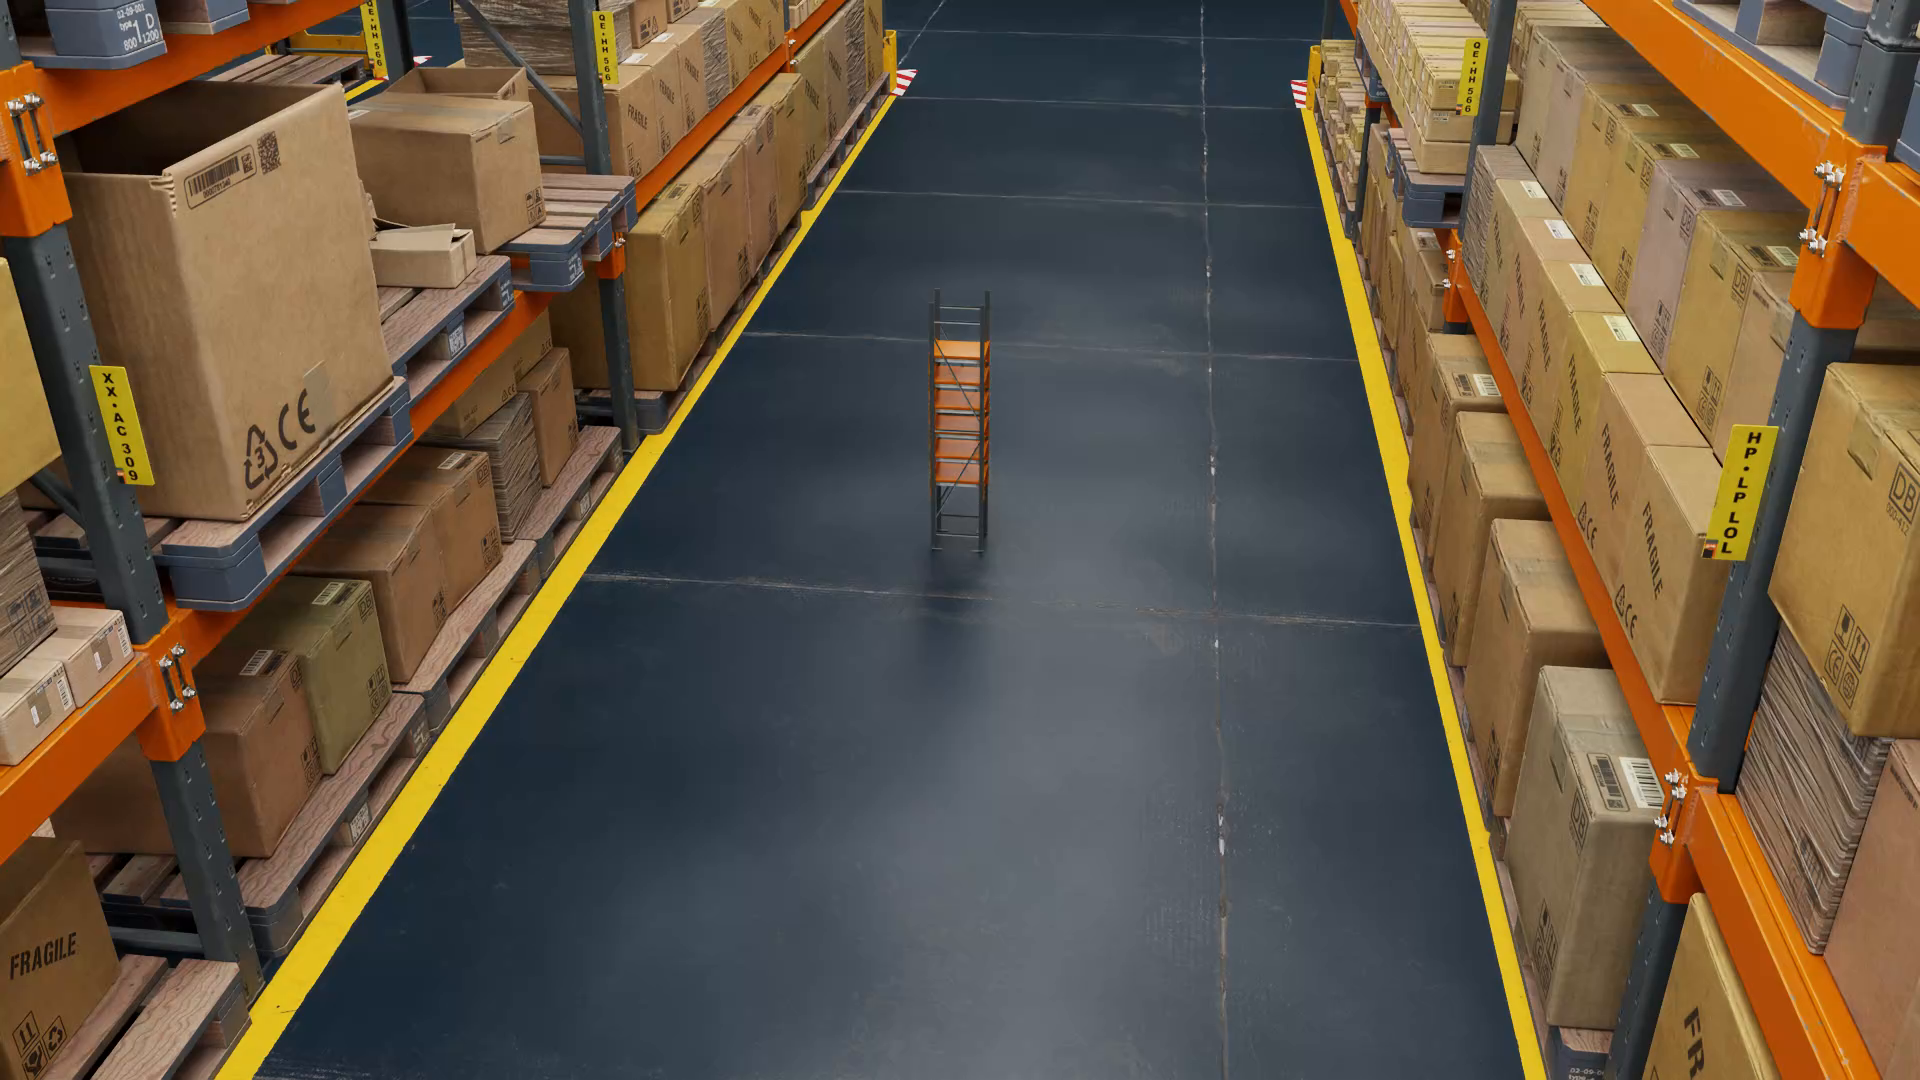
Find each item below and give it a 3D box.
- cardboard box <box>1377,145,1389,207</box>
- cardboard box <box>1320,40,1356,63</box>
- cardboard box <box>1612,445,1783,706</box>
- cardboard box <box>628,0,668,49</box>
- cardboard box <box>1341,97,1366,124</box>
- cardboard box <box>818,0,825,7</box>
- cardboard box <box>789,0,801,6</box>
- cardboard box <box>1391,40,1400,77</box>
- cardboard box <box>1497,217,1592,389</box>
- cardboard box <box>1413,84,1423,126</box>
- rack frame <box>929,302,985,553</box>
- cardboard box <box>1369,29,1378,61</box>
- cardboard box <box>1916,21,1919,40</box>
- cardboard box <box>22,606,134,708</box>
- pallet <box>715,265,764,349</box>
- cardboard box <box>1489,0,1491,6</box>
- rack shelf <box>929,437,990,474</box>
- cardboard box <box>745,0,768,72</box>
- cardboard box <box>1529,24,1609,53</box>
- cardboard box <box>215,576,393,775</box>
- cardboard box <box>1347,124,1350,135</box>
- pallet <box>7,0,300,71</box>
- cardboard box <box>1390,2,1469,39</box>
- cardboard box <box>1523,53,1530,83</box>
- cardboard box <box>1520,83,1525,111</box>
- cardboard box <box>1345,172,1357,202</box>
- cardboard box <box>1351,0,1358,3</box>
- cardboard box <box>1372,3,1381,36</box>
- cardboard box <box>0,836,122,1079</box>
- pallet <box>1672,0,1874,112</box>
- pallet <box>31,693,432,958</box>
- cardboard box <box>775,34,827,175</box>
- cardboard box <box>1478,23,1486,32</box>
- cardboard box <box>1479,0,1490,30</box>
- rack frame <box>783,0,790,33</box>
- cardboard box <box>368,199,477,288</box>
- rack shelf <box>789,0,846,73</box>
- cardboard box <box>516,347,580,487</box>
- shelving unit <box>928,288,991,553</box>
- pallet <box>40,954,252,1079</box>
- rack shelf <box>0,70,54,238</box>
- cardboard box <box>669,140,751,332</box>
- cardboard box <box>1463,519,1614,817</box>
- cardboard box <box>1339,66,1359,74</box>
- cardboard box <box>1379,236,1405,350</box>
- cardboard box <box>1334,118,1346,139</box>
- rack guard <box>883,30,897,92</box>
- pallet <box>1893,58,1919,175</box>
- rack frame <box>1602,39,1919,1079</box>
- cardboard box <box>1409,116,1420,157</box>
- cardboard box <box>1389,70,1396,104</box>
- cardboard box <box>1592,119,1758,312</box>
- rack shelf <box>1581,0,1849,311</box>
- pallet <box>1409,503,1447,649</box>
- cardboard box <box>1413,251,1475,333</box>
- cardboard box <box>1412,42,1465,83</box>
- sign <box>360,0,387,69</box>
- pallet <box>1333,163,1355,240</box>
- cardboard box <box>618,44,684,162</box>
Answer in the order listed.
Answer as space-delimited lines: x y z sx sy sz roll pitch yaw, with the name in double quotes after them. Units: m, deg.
2.812 -2.196 10.065 0.500 0.250 0.500 4 29 8 "cardboard box"
3.316 -4.212 14.342 0.380 0.149 0.250 2 28 4 "cardboard box"
2.046 0.096 4.303 0.500 0.500 0.500 3 28 6 "cardboard box"
-1.984 -2.953 8.905 0.797 0.503 0.637 4 29 7 "cardboard box"
3.079 -3.229 12.517 0.380 0.149 0.250 2 28 4 "cardboard box"
-1.222 -4.081 12.427 0.380 0.149 0.250 3 28 5 "cardboard box"
-1.365 -3.971 11.803 0.500 0.250 0.500 3 28 5 "cardboard box"
2.502 -2.553 8.835 0.380 0.149 0.250 4 29 7 "cardboard box"
2.293 -0.853 6.065 0.500 0.500 0.500 3 28 6 "cardboard box"
2.377 -2.071 7.941 0.380 0.149 0.250 4 29 8 "cardboard box"
-0.013 -0.478 7.373 0.240 1.200 0.006 3 28 6 "rack frame"
2.628 -2.914 9.818 0.380 0.149 0.250 4 29 7 "cardboard box"
1.865 -0.886 2.786 0.380 0.149 0.250 3 28 5 "cardboard box"
-2.397 0.294 4.306 0.380 0.149 0.250 3 28 6 "cardboard box"
-1.849 -1.529 10.366 1.003 0.211 1.213 3 28 6 "pallet"
3.275 -3.129 9.590 0.380 0.149 0.250 3 28 6 "cardboard box"
-0.002 -0.377 7.531 0.258 0.103 0.180 3 28 6 "rack shelf"
-1.536 -3.276 10.562 0.500 0.500 0.500 4 29 8 "cardboard box"
3.116 -2.518 8.456 0.380 0.149 0.250 5 29 9 "cardboard box"
-2.489 0.461 5.903 0.700 0.500 0.500 3 28 6 "cardboard box"
3.127 -3.081 12.555 0.380 0.149 0.250 4 29 7 "cardboard box"
-2.481 -1.457 4.327 1.213 0.211 1.003 3 28 6 "pallet"
2.536 -2.806 8.991 0.380 0.149 0.250 4 29 8 "cardboard box"
3.119 -2.392 8.536 0.380 0.149 0.250 3 28 6 "cardboard box"
3.120 -2.261 8.605 0.380 0.149 0.250 4 29 8 "cardboard box"
2.938 -2.499 11.788 0.380 0.149 0.250 4 29 7 "cardboard box"
3.151 -4.142 12.540 0.380 0.149 0.250 4 29 7 "cardboard box"
2.631 -3.045 9.748 0.380 0.149 0.250 2 28 4 "cardboard box"
-2.751 1.167 4.614 0.500 0.500 0.500 3 28 5 "cardboard box"
2.311 -1.269 3.983 0.805 0.209 1.217 2 28 4 "pallet"
-2.569 0.927 5.807 1.003 0.211 1.213 3 28 6 "pallet"
-1.522 -3.256 12.428 0.875 0.875 0.875 3 28 6 "cardboard box"
3.312 -3.001 9.979 0.380 0.149 0.250 3 28 6 "cardboard box"
3.311 -3.130 9.906 0.380 0.149 0.250 5 29 8 "cardboard box"
-1.682 -3.700 11.456 1.000 3.000 0.127 3 28 6 "rack frame"
-2.109 -1.142 6.407 0.396 0.266 0.258 3 28 5 "cardboard box"
-1.437 -4.325 13.374 1.077 0.370 4.000 3 28 6 "rack shelf"
-2.235 -0.594 7.862 0.700 0.500 0.500 2 28 4 "cardboard box"
-0.002 -0.521 7.453 0.258 1.200 0.189 3 28 6 "shelving unit"
-2.710 1.611 4.536 1.003 0.211 1.213 3 28 6 "pallet"
-2.908 0.003 2.177 1.077 0.370 4.000 3 28 6 "rack shelf"
-1.951 -1.810 9.744 1.225 0.875 0.875 3 29 6 "cardboard box"
2.356 0.456 5.671 1.050 0.750 0.750 3 28 6 "cardboard box"
3.252 -3.713 13.414 0.380 0.149 0.250 4 29 8 "cardboard box"
2.675 -1.385 9.351 0.500 0.500 0.500 2 28 4 "cardboard box"
3.160 -3.220 13.127 0.380 0.149 0.250 3 28 6 "cardboard box"
-1.189 -4.494 15.564 1.175 0.500 0.348 3 28 6 "rack guard"
2.137 -0.496 2.438 1.003 0.211 1.213 3 28 6 "pallet"
2.247 0.401 3.842 1.000 3.000 0.127 3 28 6 "rack frame"
2.374 -1.931 7.995 0.380 0.149 0.250 3 28 6 "cardboard box"
2.504 -2.418 8.898 0.380 0.149 0.250 4 29 8 "cardboard box"
2.489 -1.035 5.348 0.700 0.500 0.500 3 28 6 "cardboard box"
2.493 -1.544 5.049 1.077 0.370 4.000 3 28 6 "rack shelf"
2.566 0.113 7.318 1.003 0.211 1.213 3 28 6 "pallet"
2.561 -1.233 8.279 0.500 0.250 0.500 3 28 5 "cardboard box"
2.408 -2.316 8.082 0.380 0.149 0.250 4 29 8 "cardboard box"
-2.724 -2.358 7.743 0.100 0.325 0.005 3 28 6 "sign"
3.275 -2.455 12.084 1.003 0.211 1.213 3 28 6 "pallet"
-1.782 -2.317 8.783 0.500 0.500 0.500 3 28 5 "cardboard box"
